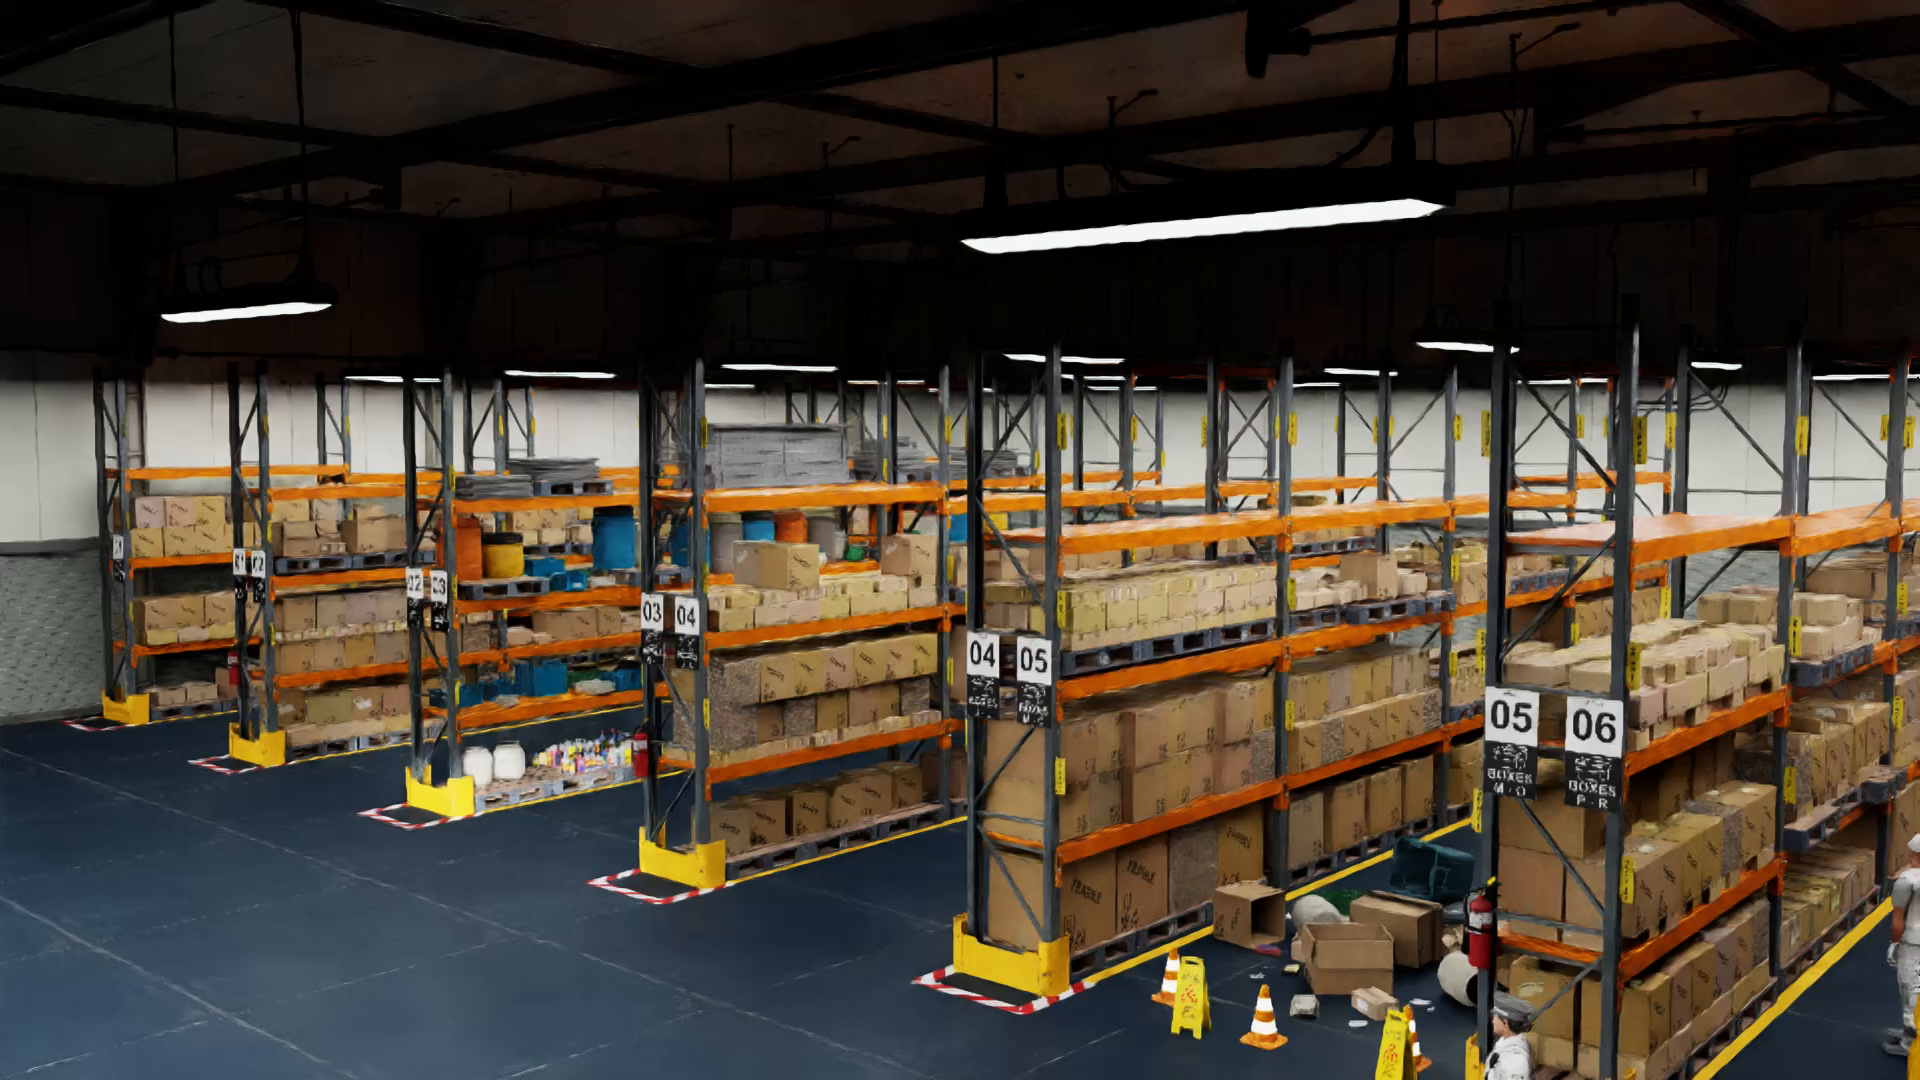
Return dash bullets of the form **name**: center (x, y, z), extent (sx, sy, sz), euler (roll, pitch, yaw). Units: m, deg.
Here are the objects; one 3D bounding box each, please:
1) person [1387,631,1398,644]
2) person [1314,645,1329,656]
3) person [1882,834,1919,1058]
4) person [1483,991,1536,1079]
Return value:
- **person**: center (8.808, 1.865, 34.379), extent (0.453, 1.538, 0.881), euler (1, 4, 18)
- **person**: center (5.742, 2.413, 26.275), extent (0.461, 1.626, 0.999), euler (3, 5, 40)
- **person**: center (7.733, 3.261, 13.523), extent (0.608, 1.787, 0.489), euler (-1, 4, -18)
- **person**: center (3.435, 3.599, 10.098), extent (0.531, 1.668, 0.567), euler (1, 4, 13)
